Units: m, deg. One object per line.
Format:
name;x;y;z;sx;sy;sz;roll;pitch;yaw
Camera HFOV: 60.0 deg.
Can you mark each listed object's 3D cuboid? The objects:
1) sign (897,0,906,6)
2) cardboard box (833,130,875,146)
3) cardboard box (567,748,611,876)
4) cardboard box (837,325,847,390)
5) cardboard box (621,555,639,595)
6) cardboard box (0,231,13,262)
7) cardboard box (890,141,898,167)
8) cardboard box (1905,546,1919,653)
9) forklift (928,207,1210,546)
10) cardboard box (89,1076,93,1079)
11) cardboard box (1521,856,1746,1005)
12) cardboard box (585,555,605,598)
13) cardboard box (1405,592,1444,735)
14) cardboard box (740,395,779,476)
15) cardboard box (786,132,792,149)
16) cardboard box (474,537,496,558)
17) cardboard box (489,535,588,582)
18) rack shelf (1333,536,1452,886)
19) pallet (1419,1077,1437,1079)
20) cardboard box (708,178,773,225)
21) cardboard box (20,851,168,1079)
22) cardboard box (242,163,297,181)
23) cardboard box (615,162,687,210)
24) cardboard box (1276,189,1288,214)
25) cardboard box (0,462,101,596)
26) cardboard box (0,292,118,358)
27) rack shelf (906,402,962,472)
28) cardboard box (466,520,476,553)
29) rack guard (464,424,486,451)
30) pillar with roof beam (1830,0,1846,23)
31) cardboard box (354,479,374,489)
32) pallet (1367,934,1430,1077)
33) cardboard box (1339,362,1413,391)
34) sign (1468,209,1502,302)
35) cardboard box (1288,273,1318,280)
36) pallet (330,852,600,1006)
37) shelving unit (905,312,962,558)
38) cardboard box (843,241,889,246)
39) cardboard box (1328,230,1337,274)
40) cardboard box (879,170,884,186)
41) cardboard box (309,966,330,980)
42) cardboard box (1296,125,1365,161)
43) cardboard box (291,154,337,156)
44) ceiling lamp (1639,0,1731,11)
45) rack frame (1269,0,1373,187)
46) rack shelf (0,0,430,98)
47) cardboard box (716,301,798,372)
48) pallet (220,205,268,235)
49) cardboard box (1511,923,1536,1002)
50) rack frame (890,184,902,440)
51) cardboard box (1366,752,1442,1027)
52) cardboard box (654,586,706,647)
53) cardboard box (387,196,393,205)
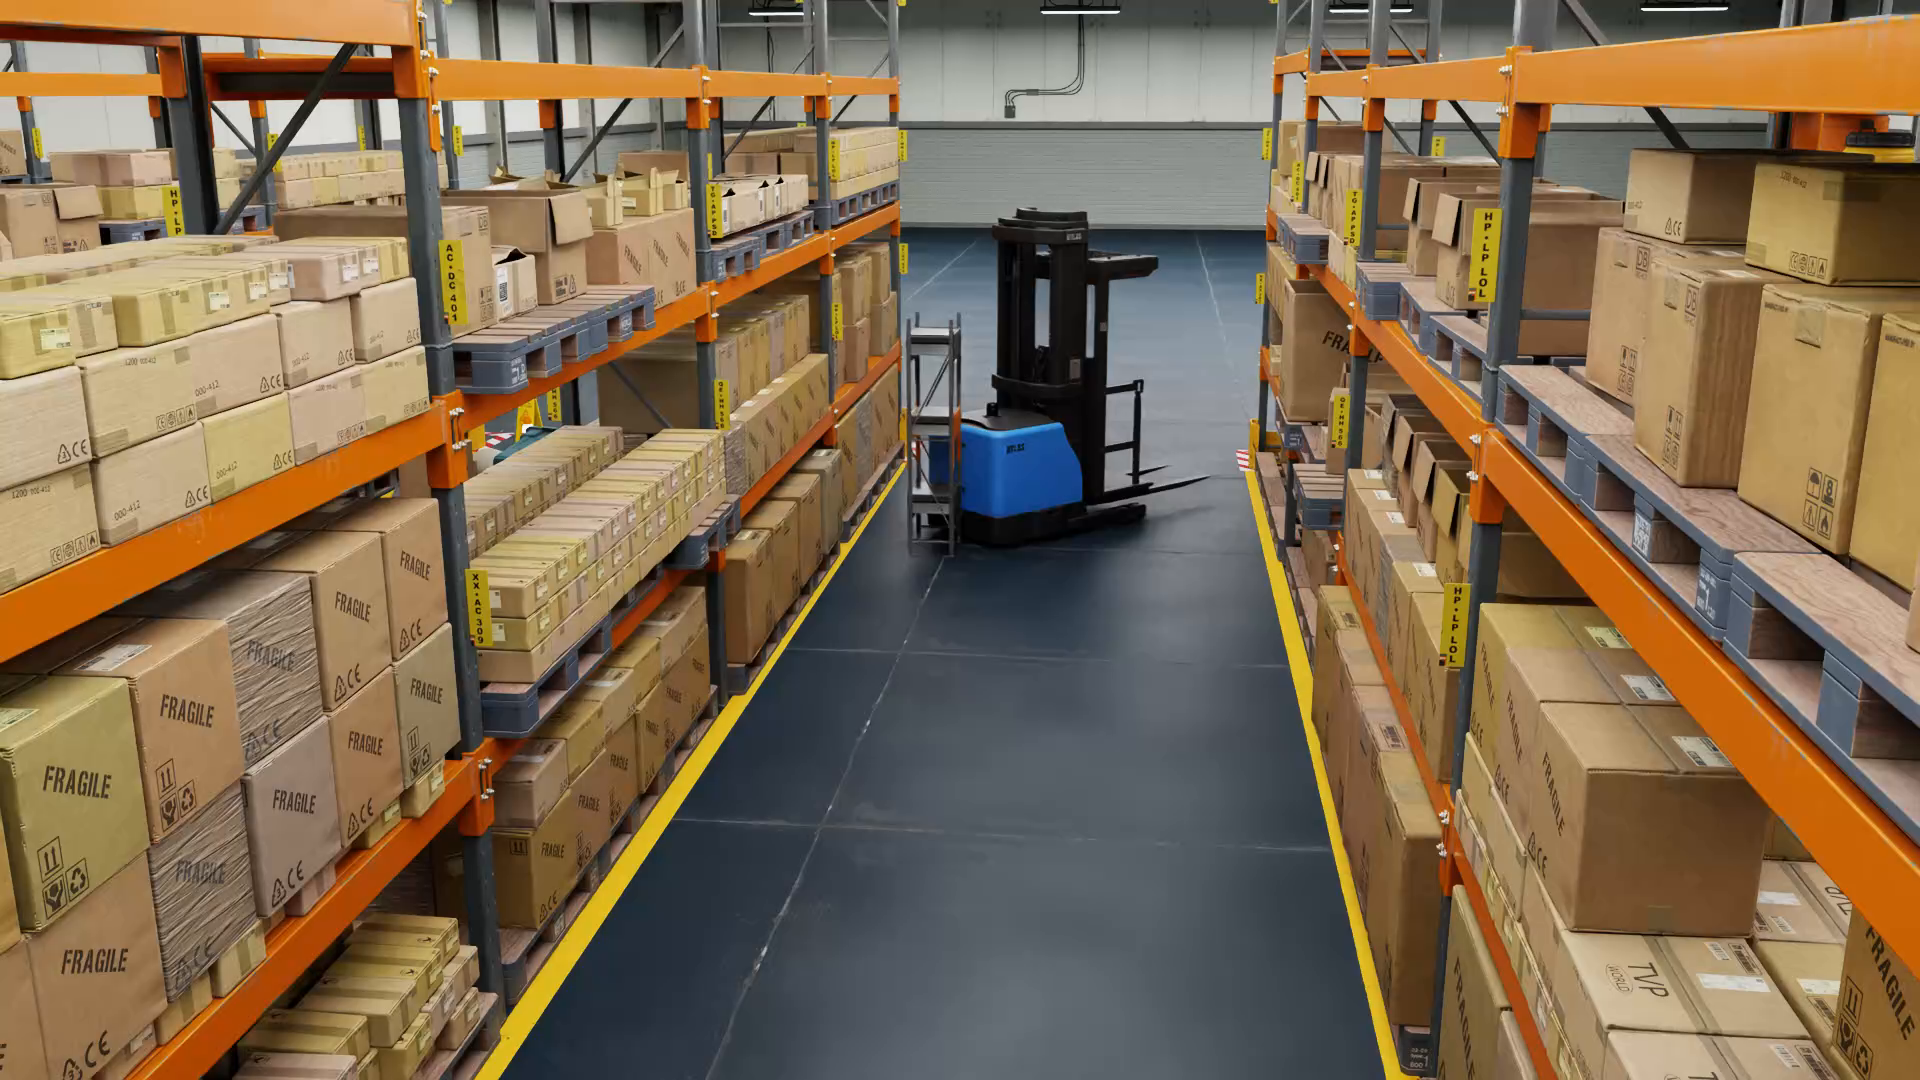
sign;-0.622;-5.795;17.501;0.100;0.325;0.005;2;15;6
cardboard box;-1.033;-3.899;16.135;0.380;0.149;0.250;2;15;7
cardboard box;-2.109;1.365;8.438;0.500;0.500;0.500;2;15;9
cardboard box;-1.542;-1.704;15.518;0.875;0.550;0.550;2;15;6
cardboard box;-1.870;0.174;8.538;0.380;0.149;0.250;1;15;5
cardboard box;-6.759;-2.000;11.412;0.396;0.266;0.258;2;15;6
cardboard box;-0.937;-4.065;17.510;0.500;0.250;0.500;2;15;7
cardboard box;1.957;0.009;2.537;0.700;0.500;0.500;1;15;3
forklift;1.153;-1.657;15.765;3.031;2.935;1.130;-12;19;-38
cardboard box;-2.584;1.491;4.472;0.380;0.149;0.250;2;15;6
cardboard box;1.976;1.161;4.926;0.500;0.250;0.500;2;15;8
cardboard box;-1.928;0.167;7.992;0.380;0.149;0.250;1;15;4
cardboard box;2.247;0.549;7.281;0.500;0.500;0.500;2;15;8
cardboard box;-1.632;-0.774;12.175;0.500;0.500;0.500;2;15;6
cardboard box;-1.773;-3.722;15.479;0.380;0.149;0.250;2;15;6
cardboard box;-2.549;0.077;8.324;0.380;0.149;0.250;1;15;3
cardboard box;-1.955;0.086;7.721;0.380;0.149;0.250;2;15;7
rack shelf;2.629;0.683;8.354;1.077;0.370;4.000;2;15;6
pallet;2.239;2.396;5.985;1.003;0.211;1.213;2;15;6
cardboard box;-1.648;-2.455;12.011;0.500;0.311;0.500;1;15;5
cardboard box;-2.537;1.154;4.476;0.500;0.500;0.500;2;15;7
cardboard box;-6.181;-3.296;14.898;0.380;0.149;0.250;1;15;5
cardboard box;-1.850;-2.108;9.895;0.396;0.266;0.258;2;15;6
cardboard box;3.334;-3.253;16.076;0.500;0.250;0.500;2;15;6
cardboard box;-2.552;-0.035;4.173;0.500;0.250;0.500;1;15;4
cardboard box;-2.498;-0.569;4.425;0.380;0.149;0.250;2;15;8
rack shelf;-0.225;-0.914;14.662;0.431;0.518;0.480;2;15;7
cardboard box;-2.573;-0.001;8.043;0.380;0.149;0.250;2;15;6
rack guard;-6.098;-1.323;19.185;1.175;0.500;0.348;2;15;6
pillar with roof beam;18.410;-12.416;43.928;9.100;9.000;0.548;2;15;6
cardboard box;-6.157;-0.671;16.448;0.500;0.250;0.500;3;15;9
pallet;2.415;1.999;7.454;1.003;0.211;1.213;2;15;6
cardboard box;3.202;-1.020;12.274;0.797;0.503;0.637;3;15;12
sign;1.863;-1.008;5.891;0.100;0.325;0.005;2;15;6
cardboard box;3.083;-2.019;14.294;0.500;0.500;0.500;2;15;6
pallet;-2.428;1.827;8.090;1.003;0.211;1.213;2;15;6
shelving unit;-0.225;-0.928;14.658;0.431;2.100;0.503;2;15;7
cardboard box;-1.240;-2.928;17.977;0.875;0.550;0.550;2;15;6
cardboard box;2.766;-1.948;11.248;0.500;0.250;0.500;2;15;8
cardboard box;-0.975;-3.647;16.730;0.380;0.149;0.250;1;15;5
cardboard box;-2.873;1.797;6.945;0.380;0.149;0.250;2;15;9
cardboard box;3.103;-3.225;13.966;0.500;0.500;0.500;1;15;5
cardboard box;-6.580;-3.851;16.951;0.380;0.149;0.250;2;15;8
ceiling lamp;17.323;-14.251;39.531;2.000;3.185;0.800;2;15;6
rack frame;3.757;-5.153;17.069;1.000;3.000;0.127;2;15;6
rack shelf;-2.740;-1.346;4.372;1.077;0.370;4.000;2;15;6
cardboard box;-1.717;-1.661;13.538;0.700;0.500;0.500;1;15;5
pallet;-6.717;-2.712;14.147;1.213;0.211;1.003;2;15;6
cardboard box;1.924;1.314;5.124;0.380;0.149;0.250;1;15;5
rack frame;-1.160;-2.430;18.489;1.000;3.000;0.127;2;15;6
cardboard box;2.455;1.511;7.180;1.225;0.875;0.875;2;15;6
cardboard box;-1.879;0.472;10.305;0.500;0.250;0.500;1;15;5
cardboard box;-6.024;-3.444;16.975;0.380;0.149;0.250;1;15;5
